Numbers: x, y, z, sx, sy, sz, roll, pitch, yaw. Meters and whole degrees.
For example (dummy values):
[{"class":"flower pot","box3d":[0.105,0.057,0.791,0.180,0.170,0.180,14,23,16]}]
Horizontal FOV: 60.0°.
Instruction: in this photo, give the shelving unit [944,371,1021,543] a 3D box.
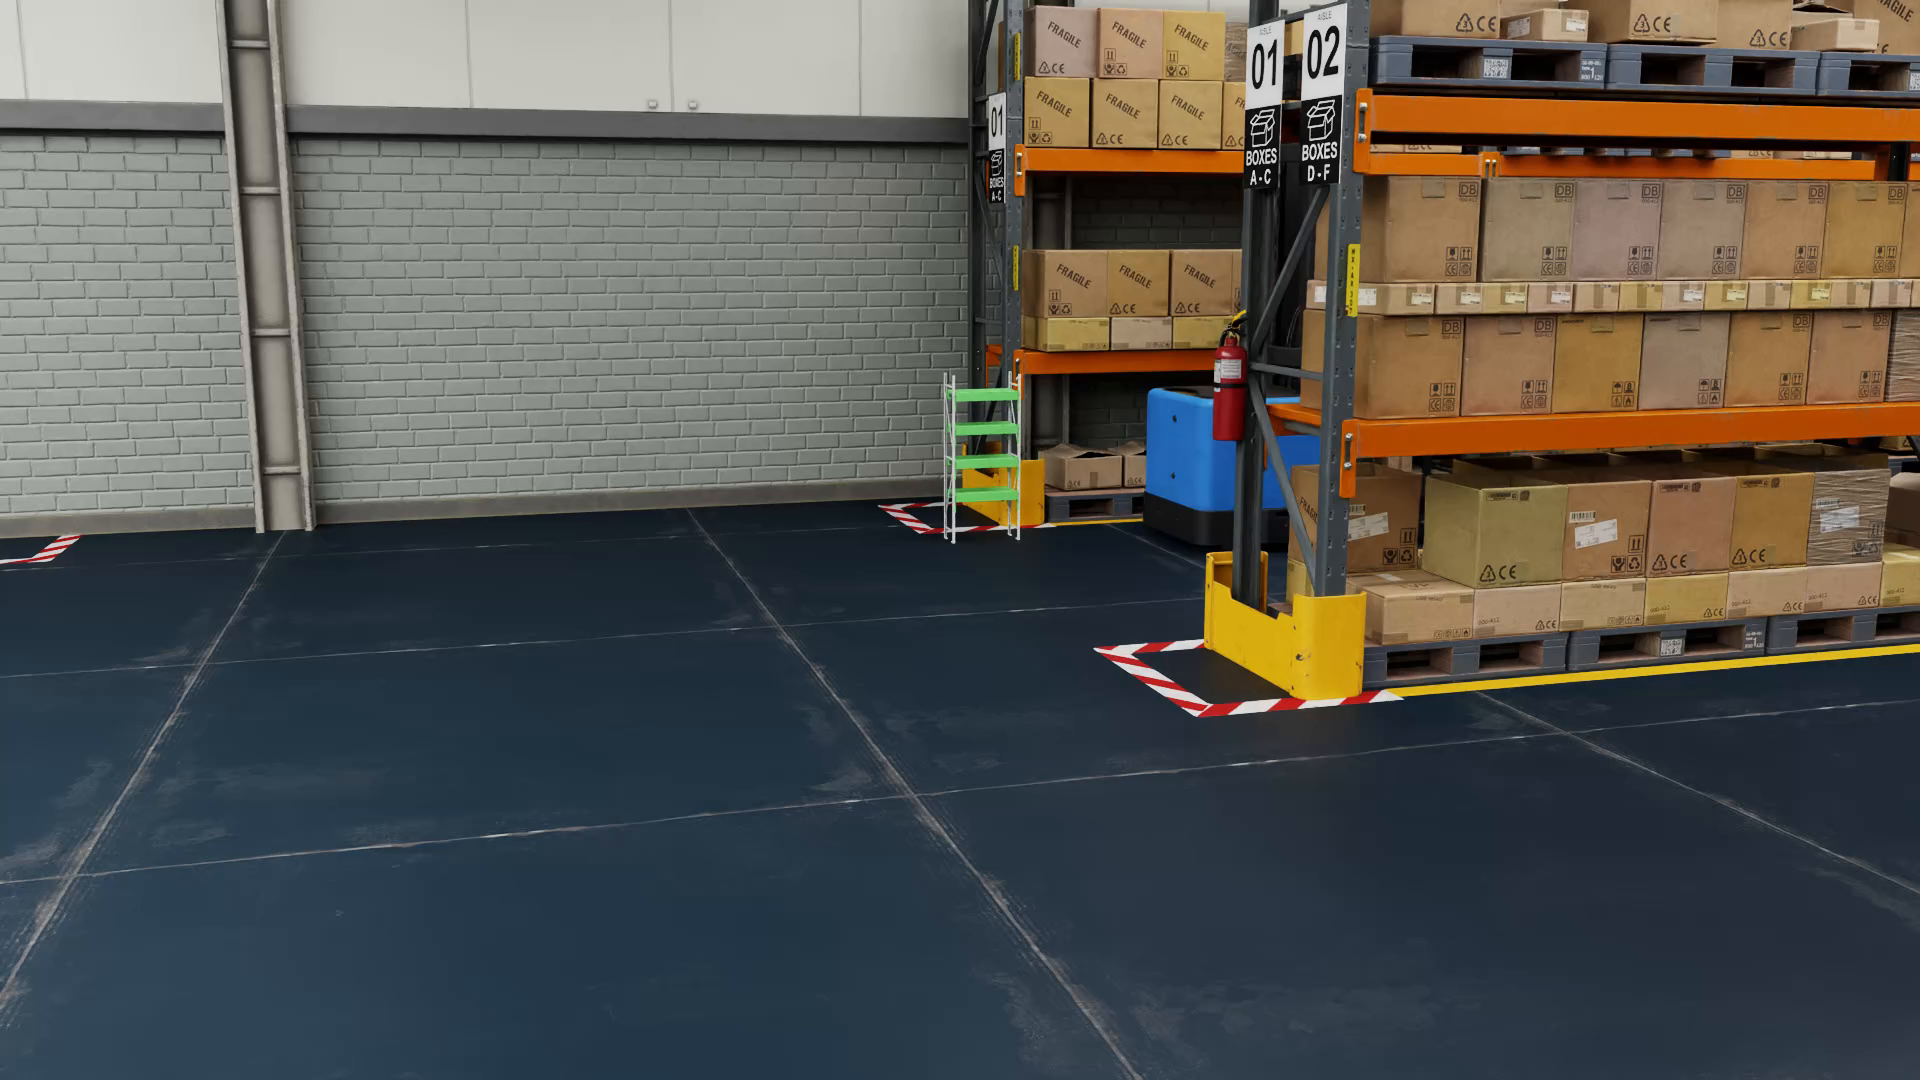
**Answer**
[{"class":"shelving unit","box3d":[0.159,-0.598,11.983,0.503,1.200,0.258,-3,11,-16]}]

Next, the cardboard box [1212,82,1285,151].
[{"class":"cardboard box","box3d":[2.182,-3.268,12.898,0.500,0.500,0.500,-2,11,-12]}]

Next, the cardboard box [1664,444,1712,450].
[{"class":"cardboard box","box3d":[6.268,-0.992,14.840,0.500,0.500,0.700,-3,11,-16]}]

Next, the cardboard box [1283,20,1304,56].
[{"class":"cardboard box","box3d":[2.673,-3.780,12.915,0.500,0.500,0.500,-3,11,-18]}]

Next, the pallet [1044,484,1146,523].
[{"class":"pallet","box3d":[1.123,-0.349,13.360,1.213,0.211,1.003,-3,11,-16]}]

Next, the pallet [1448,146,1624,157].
[{"class":"pallet","box3d":[4.723,-3.280,13.810,1.003,0.211,1.213,-3,11,-16]}]

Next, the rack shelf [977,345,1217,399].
[{"class":"rack shelf","box3d":[2.180,-1.429,13.511,4.000,0.370,1.077,-3,11,-16]}]

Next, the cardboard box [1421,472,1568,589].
[{"class":"cardboard box","box3d":[2.705,-0.058,8.439,0.500,0.500,0.500,-3,11,-16]}]

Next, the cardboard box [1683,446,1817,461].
[{"class":"cardboard box","box3d":[4.478,-0.250,9.486,0.500,0.500,0.500,-3,11,-16]}]

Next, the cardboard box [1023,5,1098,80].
[{"class":"cardboard box","box3d":[0.698,-3.685,12.400,0.500,0.500,0.500,-4,11,-20]}]

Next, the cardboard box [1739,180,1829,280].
[{"class":"cardboard box","box3d":[4.098,-1.636,8.788,0.500,0.500,0.700,-3,11,-16]}]

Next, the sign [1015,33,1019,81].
[{"class":"sign","box3d":[0.412,-3.492,12.033,0.005,0.325,0.100,-3,11,-16]}]

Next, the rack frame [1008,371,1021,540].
[{"class":"rack frame","box3d":[0.393,-0.611,12.050,0.015,1.200,0.240,-3,11,-16]}]

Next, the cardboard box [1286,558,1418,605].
[{"class":"cardboard box","box3d":[2.080,0.247,8.857,0.500,0.250,0.500,-3,11,-16]}]

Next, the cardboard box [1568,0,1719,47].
[{"class":"cardboard box","box3d":[3.319,-2.657,8.087,0.500,0.500,0.500,-3,11,-16]}]

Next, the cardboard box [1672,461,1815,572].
[{"class":"cardboard box","box3d":[4.142,-0.135,8.861,0.500,0.500,0.500,-3,11,-16]}]

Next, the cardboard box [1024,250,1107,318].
[{"class":"cardboard box","box3d":[0.802,-1.958,12.688,0.500,0.500,0.500,-3,11,-16]}]

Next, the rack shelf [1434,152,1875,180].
[{"class":"rack shelf","box3d":[6.021,-3.107,14.339,4.000,0.370,1.077,-3,11,-16]}]

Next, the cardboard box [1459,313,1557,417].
[{"class":"cardboard box","box3d":[2.603,-0.919,8.476,0.500,0.500,0.700,-3,11,-14]}]

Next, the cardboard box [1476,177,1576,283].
[{"class":"cardboard box","box3d":[2.654,-1.560,8.374,0.500,0.500,0.700,-3,11,-17]}]

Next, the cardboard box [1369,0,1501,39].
[{"class":"cardboard box","box3d":[2.201,-2.650,8.042,0.637,0.503,0.797,-2,11,-12]}]

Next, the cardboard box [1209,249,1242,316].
[{"class":"cardboard box","box3d":[2.270,-2.035,13.103,0.500,0.500,0.500,-3,11,-14]}]

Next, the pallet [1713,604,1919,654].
[{"class":"pallet","box3d":[4.713,0.381,9.393,1.213,0.211,1.003,-3,11,-16]}]

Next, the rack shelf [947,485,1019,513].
[{"class":"rack shelf","box3d":[0.159,-0.300,12.038,0.480,0.148,0.258,-3,11,-16]}]

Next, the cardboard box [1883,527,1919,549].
[{"class":"cardboard box","box3d":[5.806,0.051,9.918,0.500,0.250,0.500,-3,11,-16]}]

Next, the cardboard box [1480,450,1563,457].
[{"class":"cardboard box","box3d":[4.802,-0.911,14.400,0.500,0.500,0.700,-3,11,-14]}]

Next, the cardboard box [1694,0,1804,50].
[{"class":"cardboard box","box3d":[3.872,-2.763,8.654,0.637,0.503,0.797,-2,11,-10]}]

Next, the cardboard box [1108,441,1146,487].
[{"class":"cardboard box","box3d":[1.497,-0.624,13.362,0.500,0.311,0.500,-2,11,-11]}]

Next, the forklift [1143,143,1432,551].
[{"class":"forklift","box3d":[2.930,-1.496,12.078,3.031,2.935,1.130,-3,11,-17]}]

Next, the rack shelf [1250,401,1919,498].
[{"class":"rack shelf","box3d":[3.568,-0.568,8.835,4.000,0.370,1.077,-3,11,-16]}]

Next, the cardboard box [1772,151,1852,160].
[{"class":"cardboard box","box3d":[7.325,-3.444,14.377,0.500,0.311,0.500,-3,11,-16]}]

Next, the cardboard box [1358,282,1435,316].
[{"class":"cardboard box","box3d":[2.085,-1.171,8.056,0.250,0.149,0.380,-3,11,-16]}]

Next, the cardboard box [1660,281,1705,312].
[{"class":"cardboard box","box3d":[3.561,-1.249,8.478,0.250,0.149,0.380,-3,11,-15]}]

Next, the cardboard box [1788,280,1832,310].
[{"class":"cardboard box","box3d":[4.310,-1.289,8.696,0.250,0.149,0.380,-3,11,-16]}]

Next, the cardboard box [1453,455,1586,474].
[{"class":"cardboard box","box3d":[3.036,-0.176,9.080,0.500,0.500,0.500,-3,11,-16]}]

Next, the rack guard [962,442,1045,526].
[{"class":"rack guard","box3d":[0.333,-0.456,13.144,0.348,0.500,1.175,-3,11,-16]}]

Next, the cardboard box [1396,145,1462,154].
[{"class":"cardboard box","box3d":[3.682,-3.350,13.341,0.500,0.500,0.500,-3,11,-14]}]

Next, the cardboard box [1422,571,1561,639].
[{"class":"cardboard box","box3d":[2.704,0.311,8.509,0.500,0.250,0.500,-3,11,-16]}]

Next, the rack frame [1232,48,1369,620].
[{"class":"rack frame","box3d":[1.648,-0.821,8.220,0.127,3.000,1.000,-3,11,-16]}]

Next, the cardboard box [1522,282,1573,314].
[{"class":"cardboard box","box3d":[2.820,-1.210,8.266,0.250,0.149,0.380,-3,11,-17]}]

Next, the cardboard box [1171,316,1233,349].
[{"class":"cardboard box","box3d":[1.802,-1.641,13.033,0.500,0.250,0.500,-3,11,-17]}]

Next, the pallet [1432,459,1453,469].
[{"class":"pallet","box3d":[4.847,-0.552,14.464,1.213,0.211,1.003,-3,11,-16]}]

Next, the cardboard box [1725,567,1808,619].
[{"class":"cardboard box","box3d":[4.146,0.236,8.917,0.500,0.250,0.500,-3,11,-16]}]

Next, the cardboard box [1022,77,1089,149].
[{"class":"cardboard box","box3d":[0.651,-3.189,12.470,0.500,0.500,0.500,-3,11,-14]}]

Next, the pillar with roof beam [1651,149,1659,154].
[{"class":"pillar with roof beam","box3d":[7.654,-4.373,10.947,0.400,9.000,9.100,-3,11,-16]}]

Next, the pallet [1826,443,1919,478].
[{"class":"pallet","box3d":[8.719,-0.742,15.493,1.213,0.211,1.003,-3,11,-16]}]

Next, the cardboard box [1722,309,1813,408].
[{"class":"cardboard box","box3d":[4.077,-0.996,8.897,0.500,0.500,0.700,-3,11,-15]}]

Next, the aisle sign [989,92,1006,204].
[{"class":"aisle sign","box3d":[0.275,-2.904,12.358,0.004,0.787,0.394,-3,11,-16]}]

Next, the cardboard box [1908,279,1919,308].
[{"class":"cardboard box","box3d":[5.049,-1.328,8.908,0.250,0.149,0.380,-3,11,-17]}]
